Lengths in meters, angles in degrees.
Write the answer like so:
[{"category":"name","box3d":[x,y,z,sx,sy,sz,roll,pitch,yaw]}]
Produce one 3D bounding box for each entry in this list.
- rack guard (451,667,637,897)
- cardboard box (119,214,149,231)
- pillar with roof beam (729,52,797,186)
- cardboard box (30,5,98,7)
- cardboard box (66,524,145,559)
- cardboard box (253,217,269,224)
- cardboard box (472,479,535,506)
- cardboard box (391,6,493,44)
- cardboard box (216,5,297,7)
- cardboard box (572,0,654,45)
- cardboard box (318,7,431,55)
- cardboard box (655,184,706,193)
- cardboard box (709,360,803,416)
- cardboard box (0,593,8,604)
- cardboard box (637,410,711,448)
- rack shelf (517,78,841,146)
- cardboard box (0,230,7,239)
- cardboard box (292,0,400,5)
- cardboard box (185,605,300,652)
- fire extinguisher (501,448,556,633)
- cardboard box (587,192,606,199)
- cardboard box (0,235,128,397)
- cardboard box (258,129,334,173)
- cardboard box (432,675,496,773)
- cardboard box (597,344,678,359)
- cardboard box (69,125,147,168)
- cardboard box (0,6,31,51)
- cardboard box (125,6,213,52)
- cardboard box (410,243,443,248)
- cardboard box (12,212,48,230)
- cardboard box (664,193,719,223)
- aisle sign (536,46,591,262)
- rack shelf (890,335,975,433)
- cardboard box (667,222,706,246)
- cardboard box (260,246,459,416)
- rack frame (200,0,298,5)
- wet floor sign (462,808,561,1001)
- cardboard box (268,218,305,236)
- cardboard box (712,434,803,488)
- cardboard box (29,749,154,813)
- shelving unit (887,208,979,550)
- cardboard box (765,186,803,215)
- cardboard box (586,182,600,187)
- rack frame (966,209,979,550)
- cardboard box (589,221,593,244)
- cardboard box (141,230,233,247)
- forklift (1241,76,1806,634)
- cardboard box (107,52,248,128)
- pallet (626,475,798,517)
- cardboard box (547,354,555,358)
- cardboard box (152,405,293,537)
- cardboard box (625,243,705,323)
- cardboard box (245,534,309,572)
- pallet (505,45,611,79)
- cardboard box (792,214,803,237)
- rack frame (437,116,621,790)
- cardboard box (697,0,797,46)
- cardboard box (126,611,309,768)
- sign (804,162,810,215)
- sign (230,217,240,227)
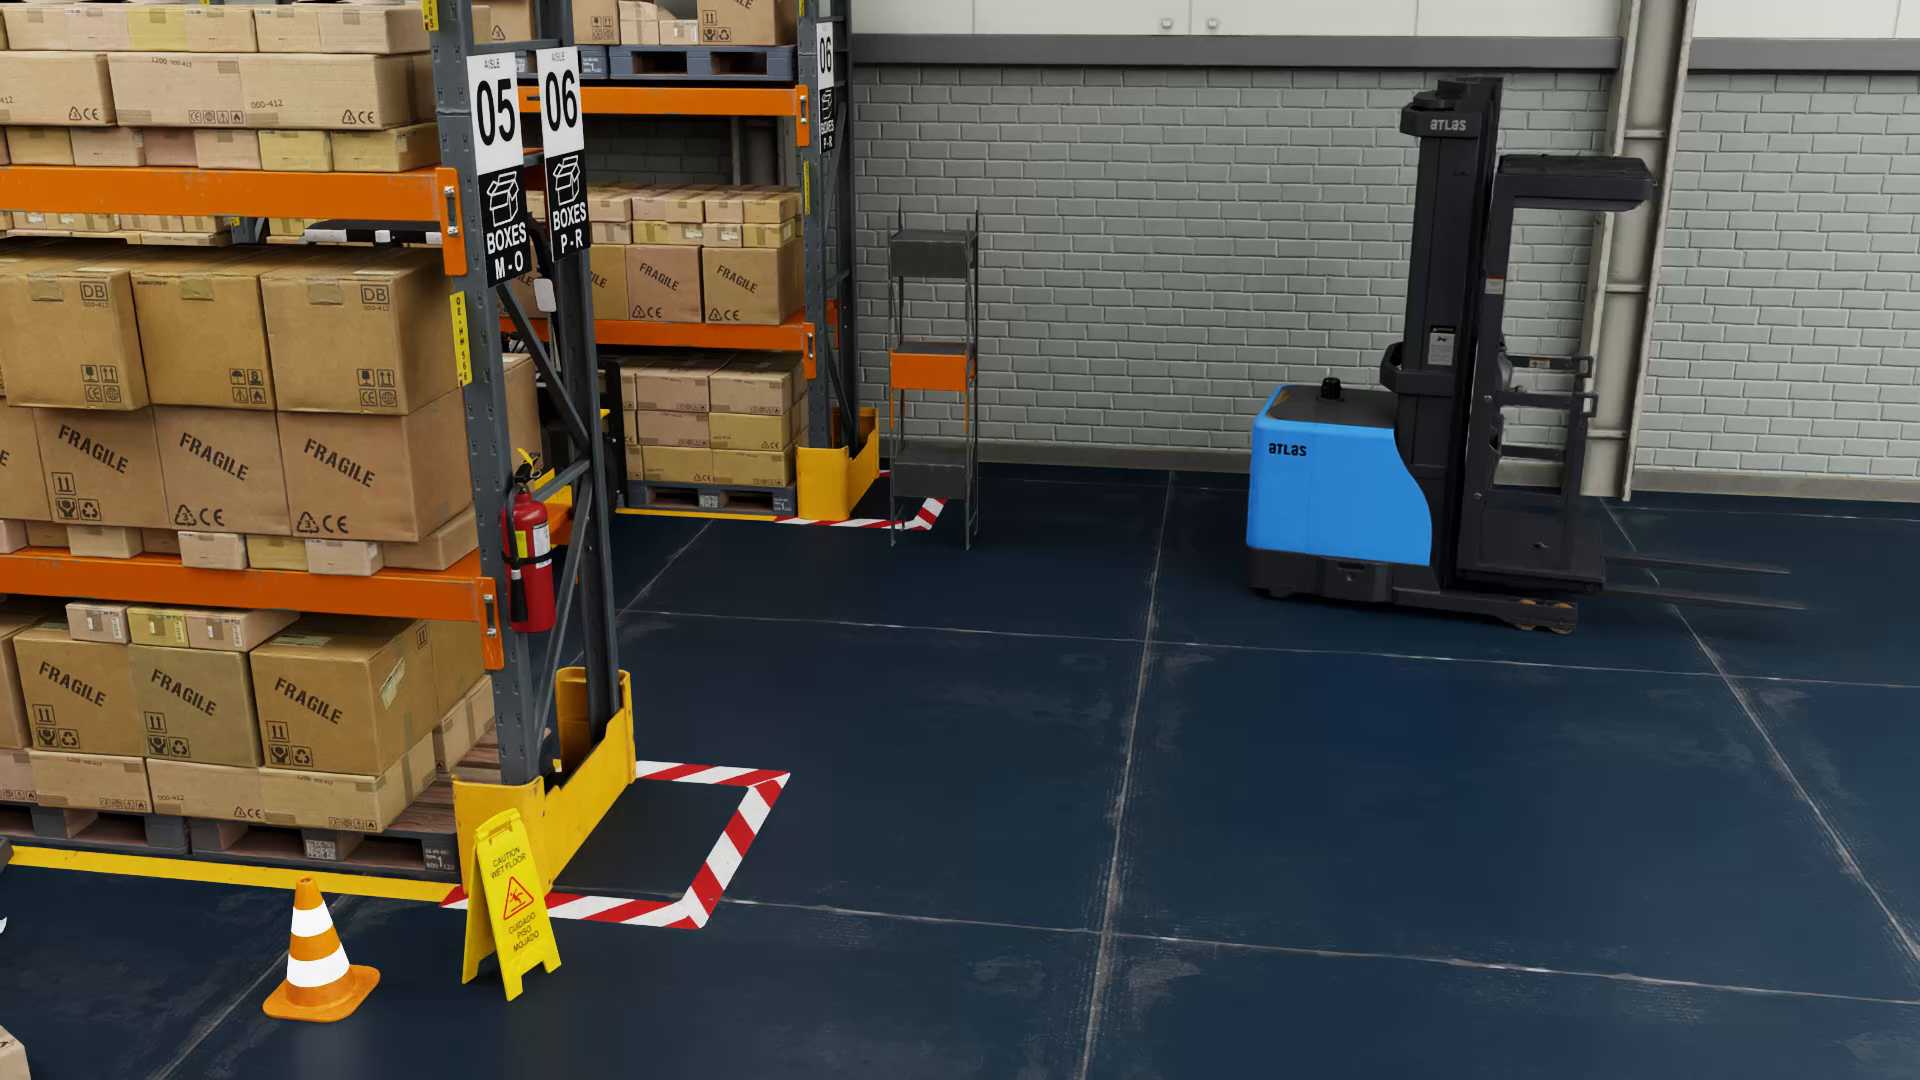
[{"category":"rack guard","box3d":[-1.728,0.999,7.029,0.348,0.500,1.175,3,19,9]},{"category":"cardboard box","box3d":[-5.682,-2.278,11.703,0.250,0.149,0.380,3,19,9]},{"category":"pillar with roof beam","box3d":[-2.096,-3.551,7.235,0.400,9.000,9.100,3,19,9]},{"category":"cardboard box","box3d":[-3.469,-2.032,6.561,0.250,0.149,0.380,3,19,10]},{"category":"cardboard box","box3d":[-3.330,-0.058,6.644,0.250,0.149,0.380,3,19,8]},{"category":"cardboard box","box3d":[-5.131,-2.379,12.006,0.250,0.149,0.380,2,19,7]},{"category":"cardboard box","box3d":[-1.955,-0.145,6.906,0.250,0.149,0.380,3,19,9]},{"category":"cardboard box","box3d":[-1.971,-1.946,6.303,0.250,0.149,0.380,3,19,8]},{"category":"cardboard box","box3d":[-2.696,-2.021,6.529,0.250,0.149,0.380,3,19,8]},{"category":"cardboard box","box3d":[-2.340,-3.483,10.781,0.500,0.500,0.700,3,19,9]},{"category":"cardboard box","box3d":[-2.033,-1.788,5.833,0.250,0.149,0.380,3,19,9]},{"category":"cardboard box","box3d":[-1.925,-2.367,11.502,0.250,0.149,0.380,3,19,9]},{"category":"cardboard box","box3d":[-1.373,-1.032,11.257,0.500,0.250,0.500,4,19,10]},{"category":"cardboard box","box3d":[-4.174,0.235,6.840,0.250,0.149,0.380,4,19,12]},{"category":"cardboard box","box3d":[-1.893,-0.825,11.425,0.500,0.250,0.500,3,19,8]},{"category":"rack shelf","box3d":[-2.844,-2.920,11.208,4.000,0.370,1.077,3,19,9]},{"category":"cardboard box","box3d":[-6.852,-2.132,11.896,0.500,0.250,0.500,3,19,9]},{"category":"cardboard box","box3d":[-4.036,-3.448,10.973,0.500,0.311,0.500,3,19,10]},{"category":"cardboard box","box3d":[-2.858,0.303,6.637,0.250,0.149,0.380,3,19,10]},{"category":"fire extinguisher","box3d":[-1.613,0.004,6.185,0.183,0.674,0.296,3,19,9]},{"category":"cardboard box","box3d":[-2.532,-2.219,11.058,0.250,0.149,0.380,3,19,10]},{"category":"cardboard box","box3d":[-3.680,-0.892,6.540,0.500,0.500,0.700,3,19,8]},{"category":"cardboard box","box3d":[-2.300,-1.418,5.983,0.250,0.149,0.380,3,19,9]},{"category":"cardboard box","box3d":[-2.405,0.795,7.371,0.500,0.250,0.500,3,19,8]},{"category":"cardboard box","box3d":[-2.299,-1.243,11.887,0.500,0.250,0.500,3,19,8]},{"category":"cardboard box","box3d":[-3.050,-1.474,6.149,0.250,0.149,0.380,3,19,8]},{"category":"cardboard box","box3d":[-3.553,-1.855,6.032,0.250,0.149,0.380,3,19,10]},{"category":"cardboard box","box3d":[-2.779,-1.849,6.015,0.250,0.149,0.380,3,19,9]},{"category":"cardboard box","box3d":[-3.405,-1.836,11.406,0.500,0.500,0.500,3,19,8]},{"category":"cardboard box","box3d":[-6.457,-2.297,11.760,0.250,0.149,0.380,3,19,9]},{"category":"cardboard box","box3d":[-1.767,-2.193,10.982,0.250,0.149,0.380,3,19,10]},{"category":"aisle sign","box3d":[-1.542,-1.509,6.489,0.004,0.787,0.394,3,19,9]},{"category":"rack shelf","box3d":[-0.163,-0.991,10.499,0.480,0.518,0.431,3,19,9]},{"category":"cardboard box","box3d":[-1.759,-2.058,11.047,0.250,0.149,0.380,3,19,10]},{"category":"cardboard box","box3d":[-2.192,-0.802,6.272,0.500,0.500,0.700,2,19,7]},{"category":"rack frame","box3d":[-4.818,-4.784,10.919,0.127,3.000,1.000,3,19,9]},{"category":"wet floor sign","box3d":[-1.635,1.279,5.964,0.232,0.644,0.267,10,21,27]},{"category":"cardboard box","box3d":[-4.545,-2.196,11.458,0.250,0.149,0.380,3,19,8]},{"category":"cardboard box","box3d":[-1.383,-0.558,11.414,0.500,0.250,0.500,3,19,9]},{"category":"cardboard box","box3d":[-3.521,0.913,7.019,0.500,0.250,0.500,2,19,7]},{"category":"shelving unit","box3d":[-0.163,-1.004,10.495,0.503,2.100,0.431,3,19,9]},{"category":"cardboard box","box3d":[-1.167,-2.318,11.354,0.250,0.149,0.380,3,19,8]},{"category":"cardboard box","box3d":[-2.689,-2.404,11.613,0.250,0.149,0.380,3,19,9]},{"category":"rack frame","box3d":[0.078,-0.992,10.458,0.015,2.100,0.400,3,19,9]},{"category":"cardboard box","box3d":[-2.526,-2.079,11.110,0.250,0.149,0.380,3,19,9]},{"category":"cardboard box","box3d":[-5.344,-2.050,11.650,0.500,0.250,0.500,3,19,7]},{"category":"forklift","box3d":[3.240,-1.058,9.345,3.031,2.935,1.130,6,19,17]},{"category":"cardboard box","box3d":[-2.695,-1.646,6.036,0.500,0.250,0.500,3,19,8]},{"category":"pallet","box3d":[-1.631,-0.441,11.787,1.213,0.211,1.003,3,19,9]},{"category":"cardboard box","box3d":[-2.877,-1.106,11.479,0.500,0.250,0.500,3,19,8]},{"category":"cardboard box","box3d":[-2.726,-0.339,6.461,0.500,0.500,0.500,3,19,9]},{"category":"cardboard box","box3d":[-1.907,-1.757,11.168,0.500,0.500,0.500,4,19,10]},{"category":"cardboard box","box3d":[-2.573,-0.013,6.510,0.250,0.149,0.380,3,19,8]},{"category":"pallet","box3d":[-2.771,-3.223,11.119,1.213,0.211,1.003,3,19,9]},{"category":"cardboard box","box3d":[-1.163,-2.191,11.444,0.250,0.149,0.380,2,19,7]},{"category":"rack frame","box3d":[-1.653,-0.182,6.621,0.127,3.000,1.000,3,19,9]},{"category":"cardboard box","box3d":[-1.345,-3.400,10.533,0.500,0.500,0.500,4,19,10]},{"category":"cardboard box","box3d":[-3.001,0.583,6.823,0.500,0.500,0.500,4,19,11]},{"category":"sign","box3d":[-0.969,-2.230,10.542,0.005,0.325,0.100,3,19,9]},{"category":"sign","box3d":[-4.895,-2.280,11.190,0.005,0.325,0.100,3,19,9]}]
